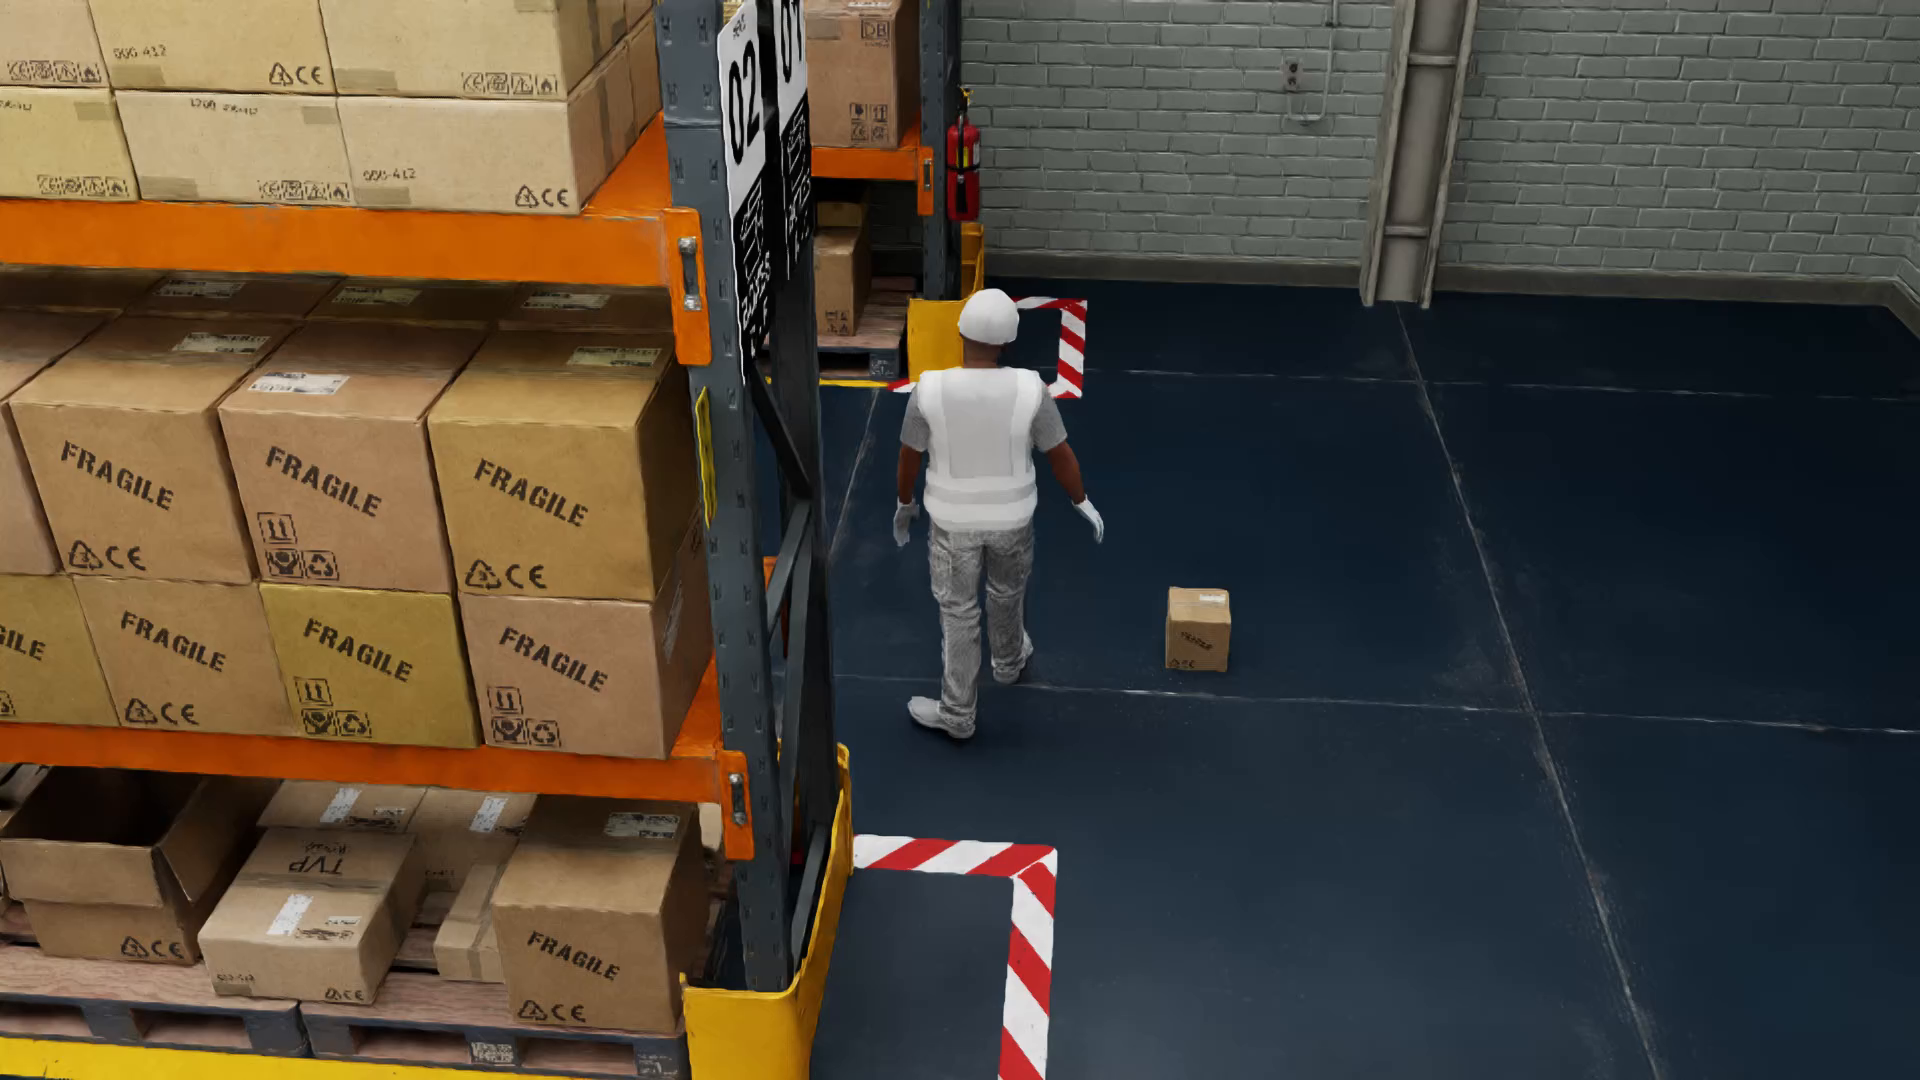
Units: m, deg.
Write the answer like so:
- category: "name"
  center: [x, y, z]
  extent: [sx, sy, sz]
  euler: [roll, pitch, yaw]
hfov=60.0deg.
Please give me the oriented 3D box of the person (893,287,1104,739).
- category: "person"
  center: [0.142, -0.138, 6.324]
  extent: [0.801, 1.782, 0.672]
  euler: [-2, 32, -4]
